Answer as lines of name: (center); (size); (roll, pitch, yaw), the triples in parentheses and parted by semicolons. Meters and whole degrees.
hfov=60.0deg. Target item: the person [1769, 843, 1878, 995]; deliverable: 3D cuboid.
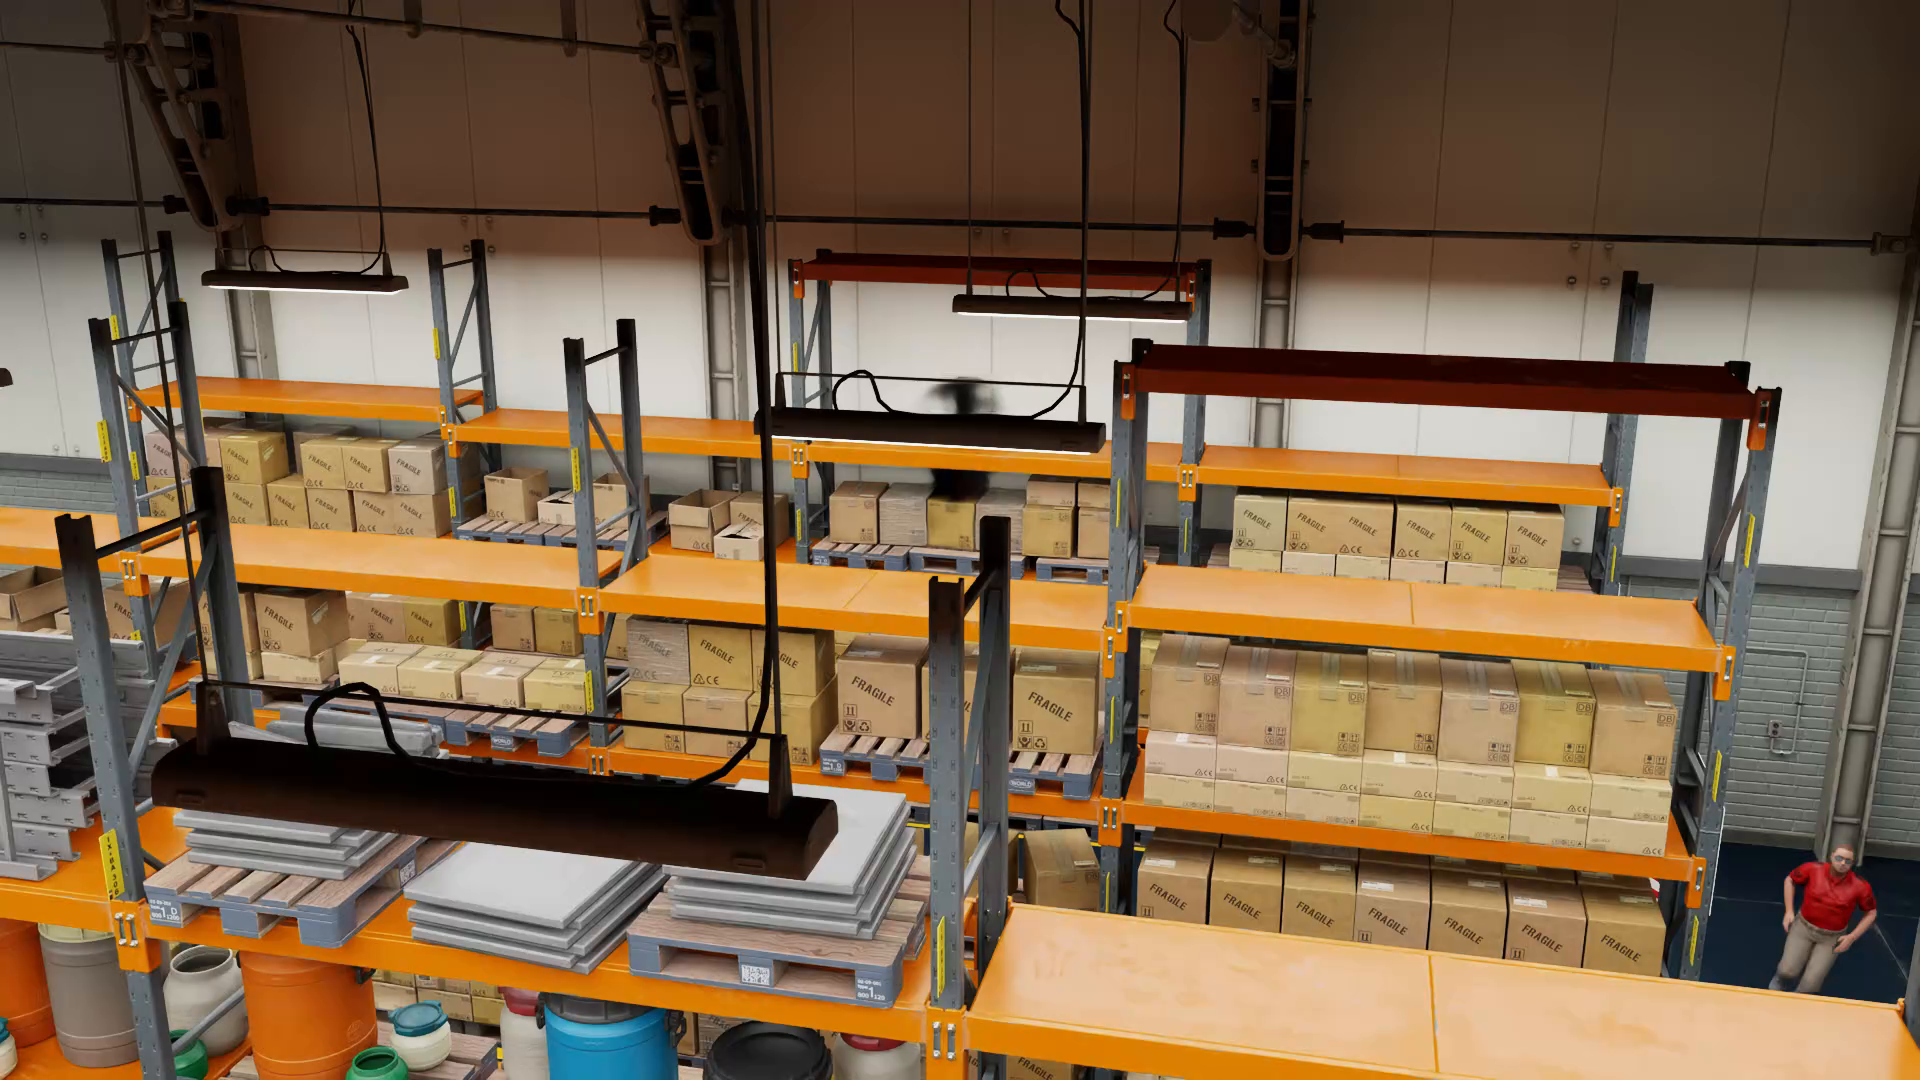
person: (7.325, 3.313, 14.078); (0.713, 1.676, 0.573); (9, 18, 27)
